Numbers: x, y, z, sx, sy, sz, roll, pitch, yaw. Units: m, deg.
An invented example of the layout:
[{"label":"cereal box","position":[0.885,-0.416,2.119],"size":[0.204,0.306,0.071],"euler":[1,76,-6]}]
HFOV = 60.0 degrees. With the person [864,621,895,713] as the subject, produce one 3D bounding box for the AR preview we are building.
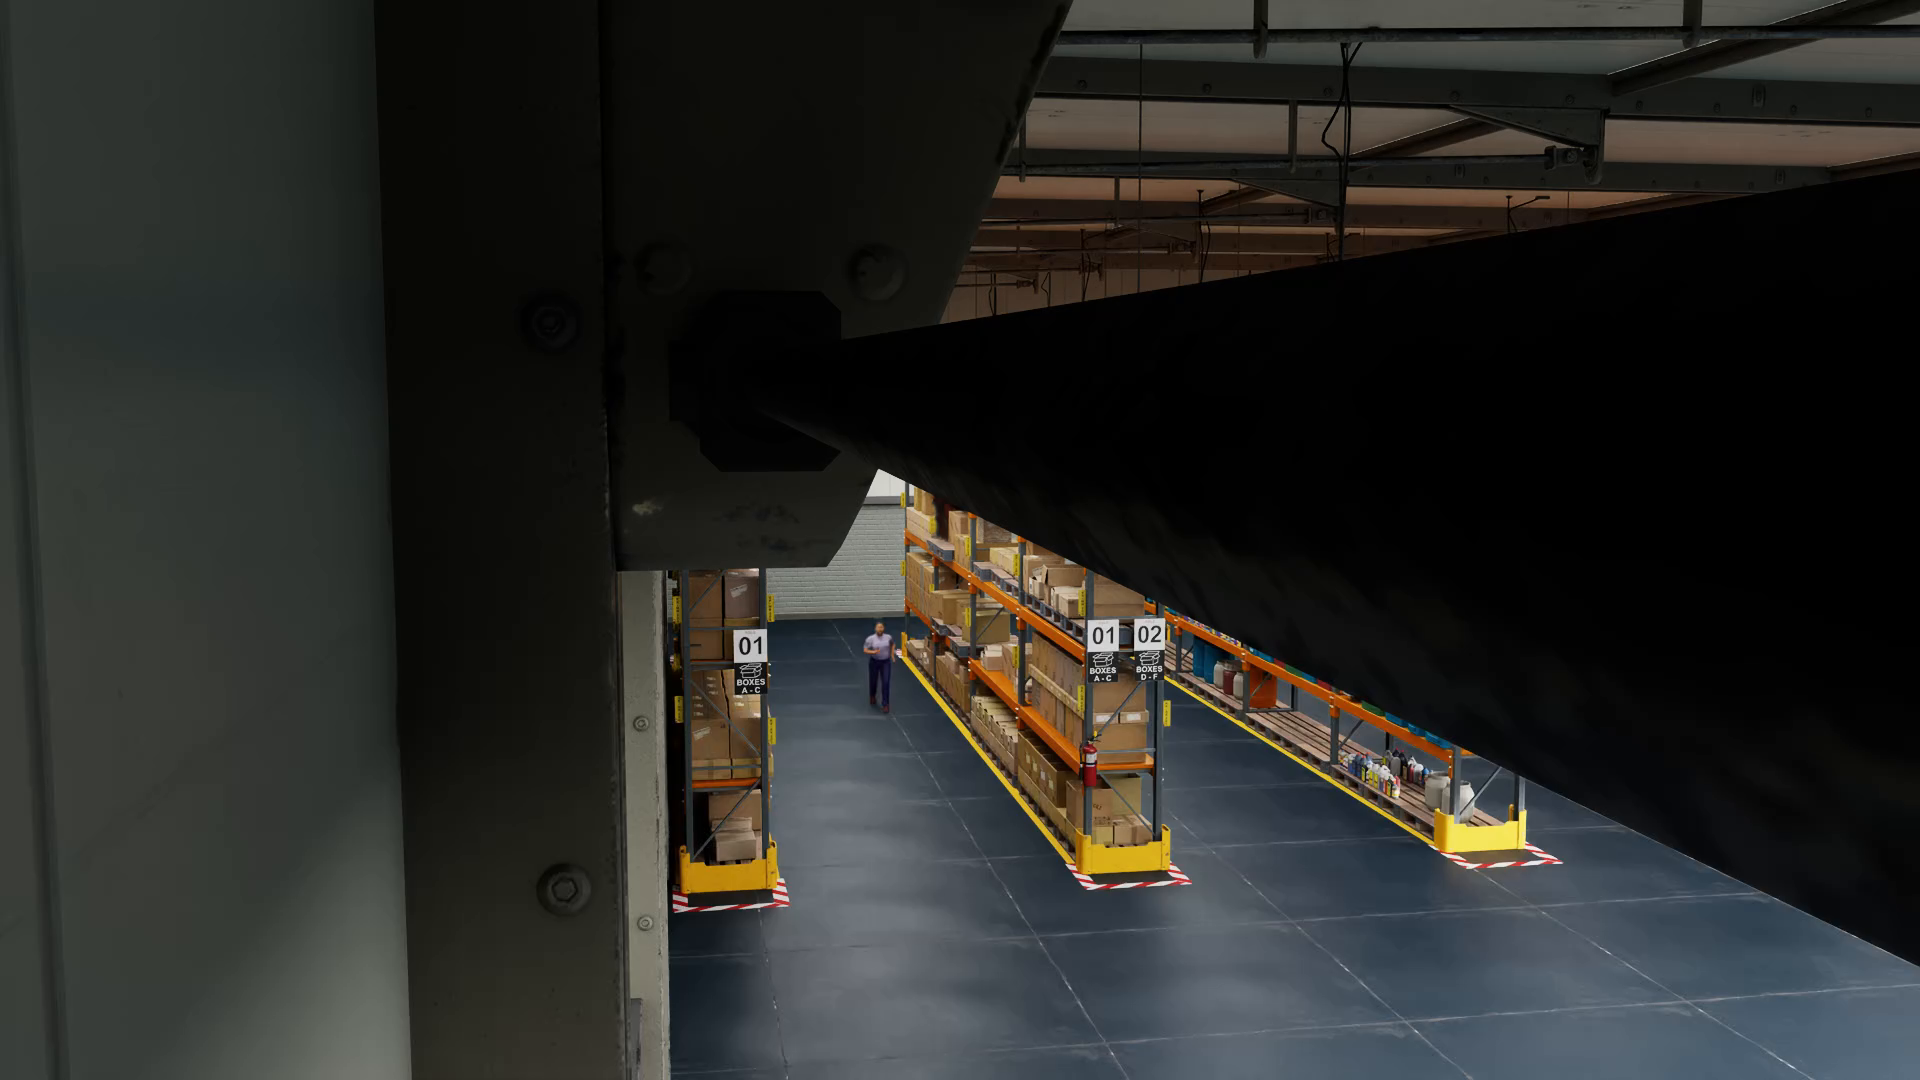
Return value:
[{"label":"person","position":[-1.477,2.321,30.703],"size":[0.607,1.620,0.922],"euler":[-1,6,-8]}]
